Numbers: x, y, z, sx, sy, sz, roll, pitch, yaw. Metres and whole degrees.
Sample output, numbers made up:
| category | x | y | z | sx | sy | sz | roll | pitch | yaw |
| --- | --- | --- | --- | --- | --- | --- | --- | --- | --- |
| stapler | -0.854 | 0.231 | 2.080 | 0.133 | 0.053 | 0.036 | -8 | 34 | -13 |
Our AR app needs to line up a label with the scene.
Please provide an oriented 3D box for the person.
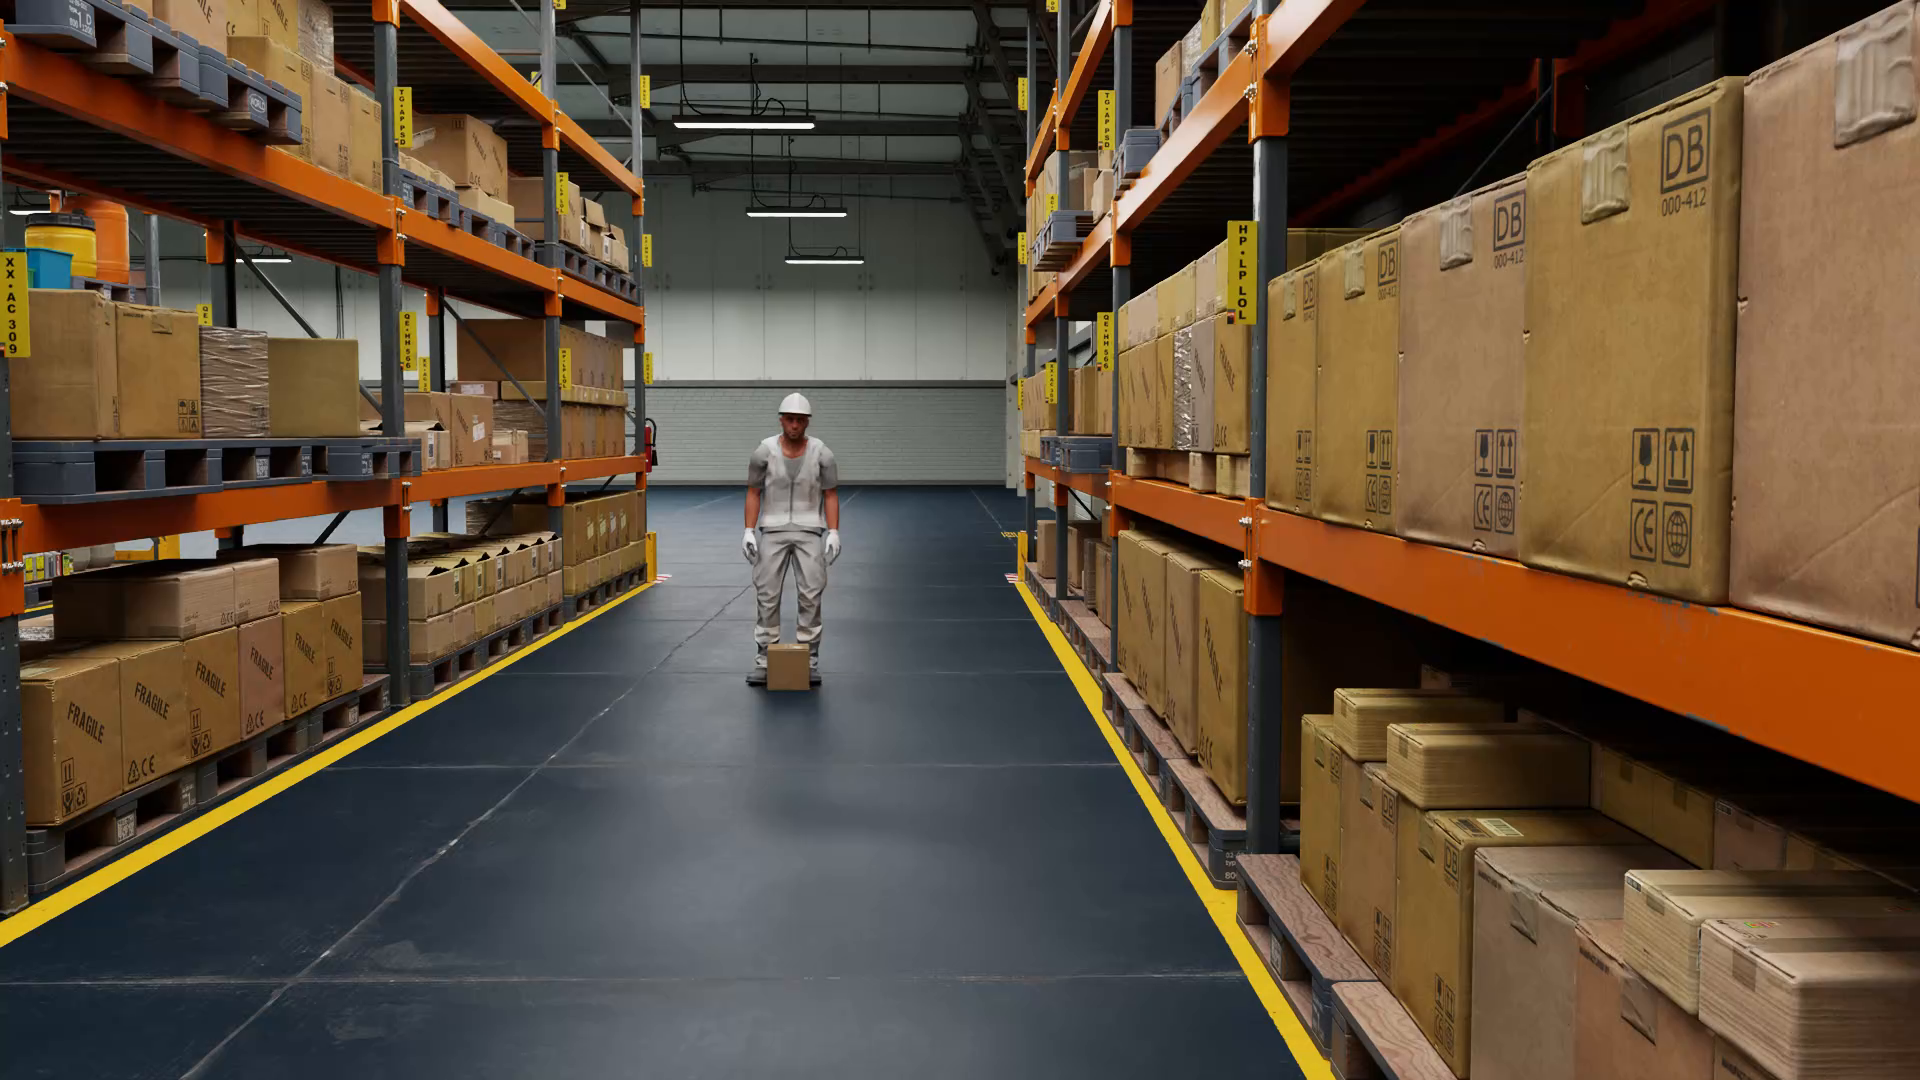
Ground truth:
| category | x | y | z | sx | sy | sz | roll | pitch | yaw |
| --- | --- | --- | --- | --- | --- | --- | --- | --- | --- |
| person | -1.034 | -0.009 | 10.207 | 0.610 | 1.777 | 0.452 | 0 | 4 | -4 |
